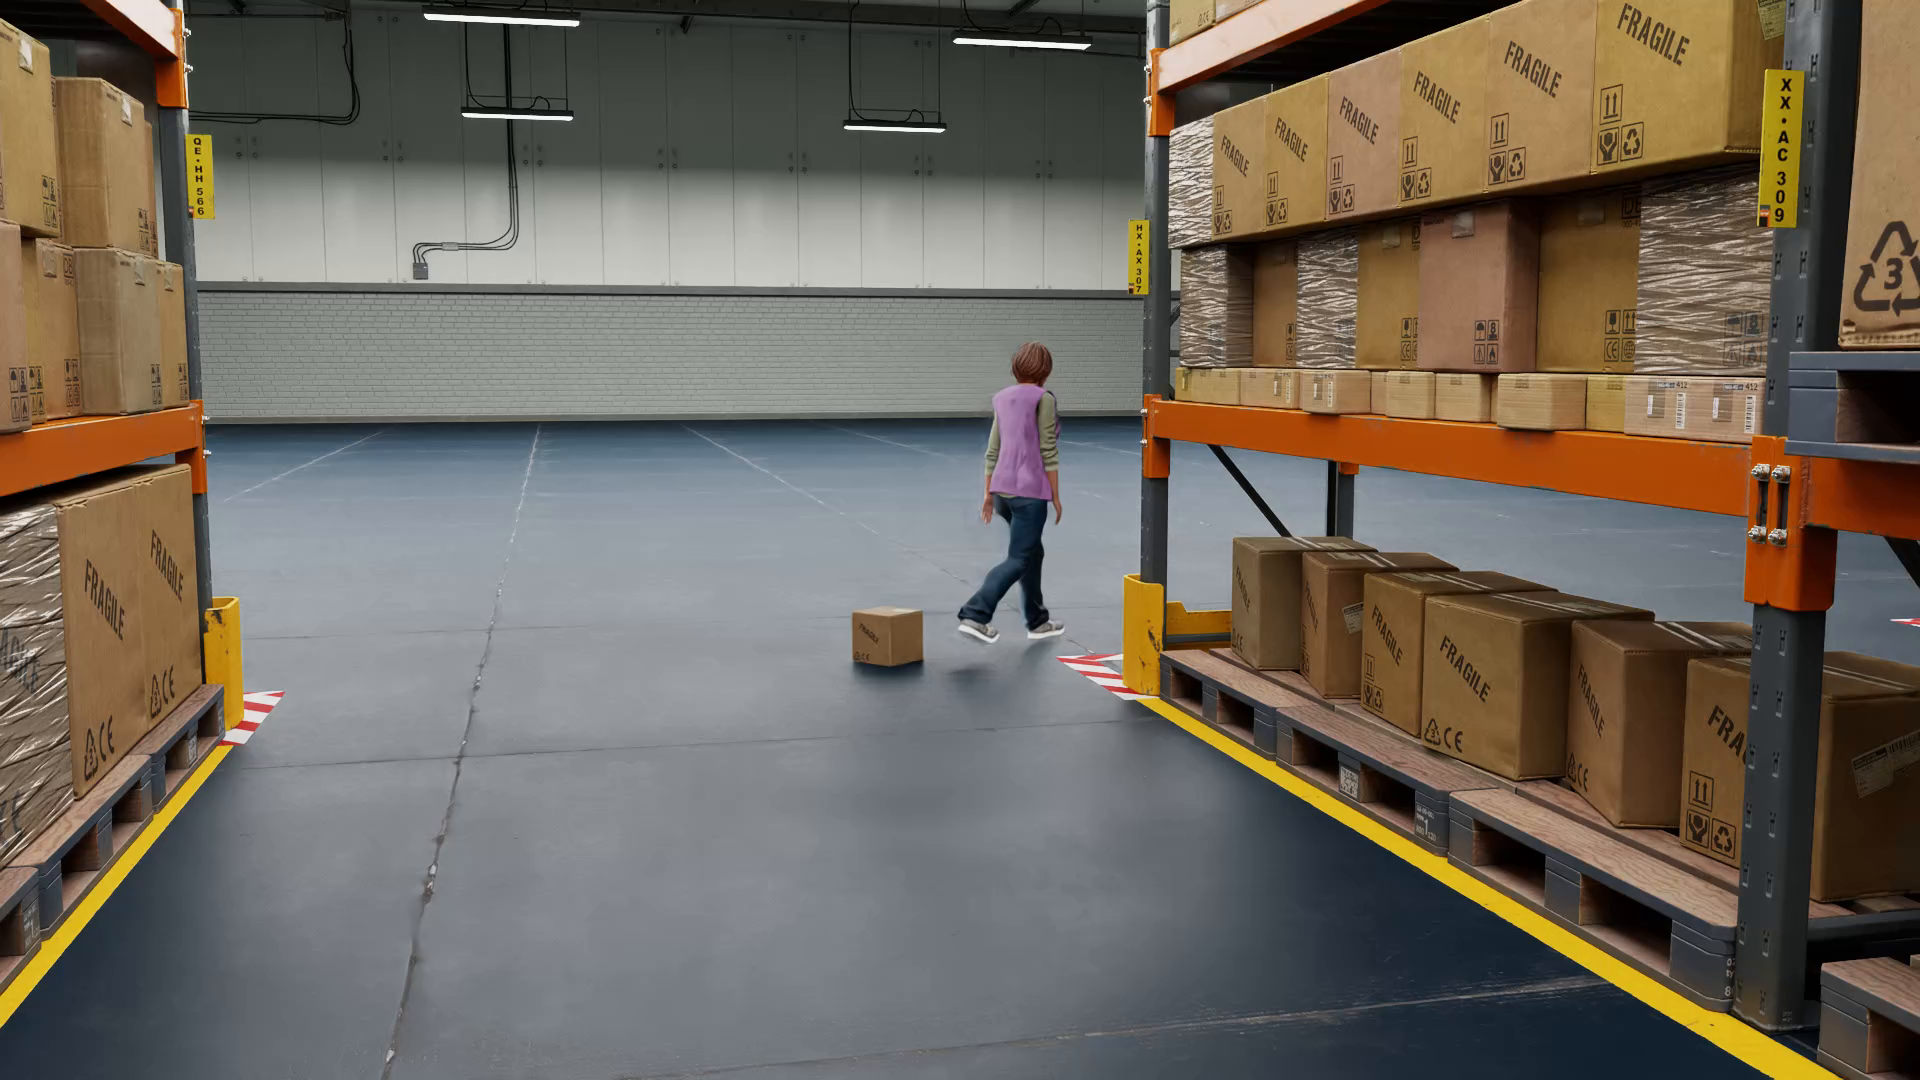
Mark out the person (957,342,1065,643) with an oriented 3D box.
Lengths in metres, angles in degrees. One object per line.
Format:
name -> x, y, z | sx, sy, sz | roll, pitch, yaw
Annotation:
person -> 0.296, -0.225, 8.407 | 0.932, 1.545, 0.423 | -6, 8, -41
